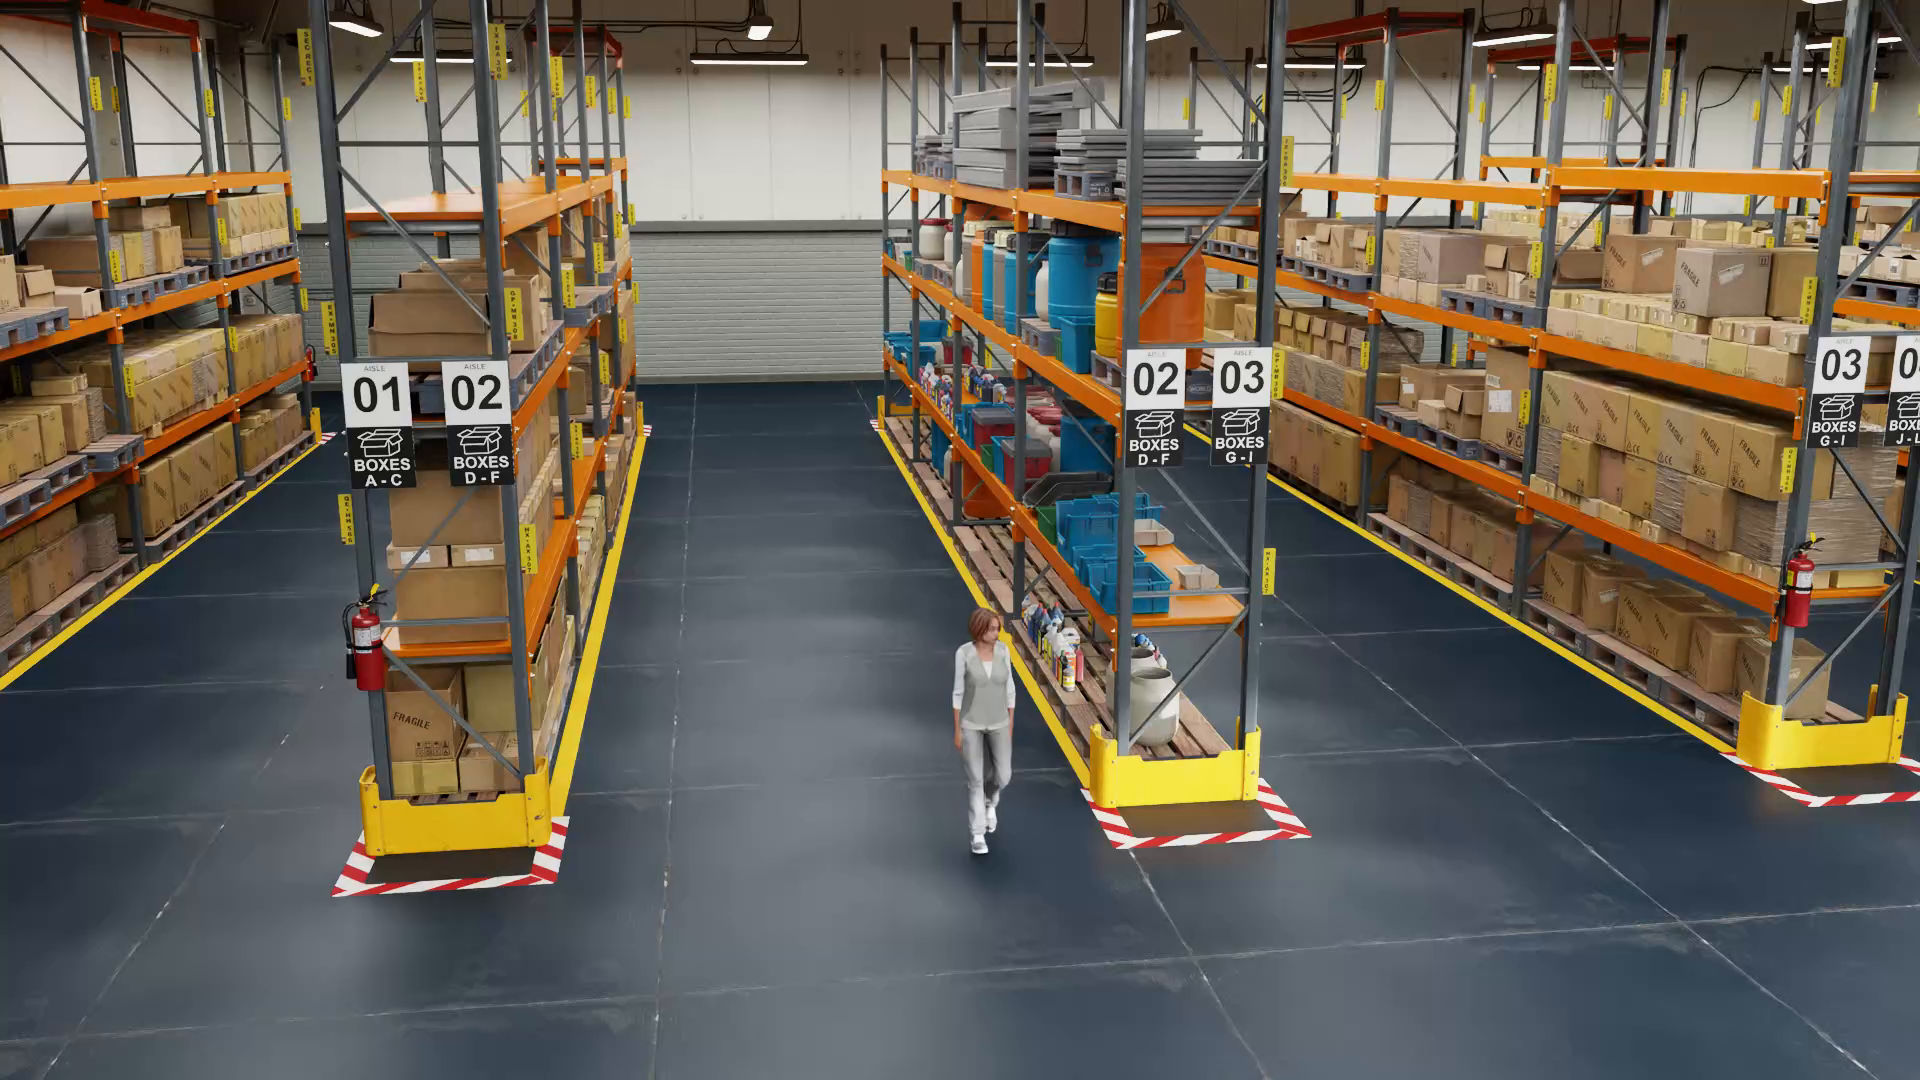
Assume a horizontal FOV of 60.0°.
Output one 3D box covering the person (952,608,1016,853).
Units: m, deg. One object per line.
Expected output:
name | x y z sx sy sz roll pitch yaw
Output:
person | 0.162 1.212 10.816 0.426 1.583 0.546 -3 14 -10
